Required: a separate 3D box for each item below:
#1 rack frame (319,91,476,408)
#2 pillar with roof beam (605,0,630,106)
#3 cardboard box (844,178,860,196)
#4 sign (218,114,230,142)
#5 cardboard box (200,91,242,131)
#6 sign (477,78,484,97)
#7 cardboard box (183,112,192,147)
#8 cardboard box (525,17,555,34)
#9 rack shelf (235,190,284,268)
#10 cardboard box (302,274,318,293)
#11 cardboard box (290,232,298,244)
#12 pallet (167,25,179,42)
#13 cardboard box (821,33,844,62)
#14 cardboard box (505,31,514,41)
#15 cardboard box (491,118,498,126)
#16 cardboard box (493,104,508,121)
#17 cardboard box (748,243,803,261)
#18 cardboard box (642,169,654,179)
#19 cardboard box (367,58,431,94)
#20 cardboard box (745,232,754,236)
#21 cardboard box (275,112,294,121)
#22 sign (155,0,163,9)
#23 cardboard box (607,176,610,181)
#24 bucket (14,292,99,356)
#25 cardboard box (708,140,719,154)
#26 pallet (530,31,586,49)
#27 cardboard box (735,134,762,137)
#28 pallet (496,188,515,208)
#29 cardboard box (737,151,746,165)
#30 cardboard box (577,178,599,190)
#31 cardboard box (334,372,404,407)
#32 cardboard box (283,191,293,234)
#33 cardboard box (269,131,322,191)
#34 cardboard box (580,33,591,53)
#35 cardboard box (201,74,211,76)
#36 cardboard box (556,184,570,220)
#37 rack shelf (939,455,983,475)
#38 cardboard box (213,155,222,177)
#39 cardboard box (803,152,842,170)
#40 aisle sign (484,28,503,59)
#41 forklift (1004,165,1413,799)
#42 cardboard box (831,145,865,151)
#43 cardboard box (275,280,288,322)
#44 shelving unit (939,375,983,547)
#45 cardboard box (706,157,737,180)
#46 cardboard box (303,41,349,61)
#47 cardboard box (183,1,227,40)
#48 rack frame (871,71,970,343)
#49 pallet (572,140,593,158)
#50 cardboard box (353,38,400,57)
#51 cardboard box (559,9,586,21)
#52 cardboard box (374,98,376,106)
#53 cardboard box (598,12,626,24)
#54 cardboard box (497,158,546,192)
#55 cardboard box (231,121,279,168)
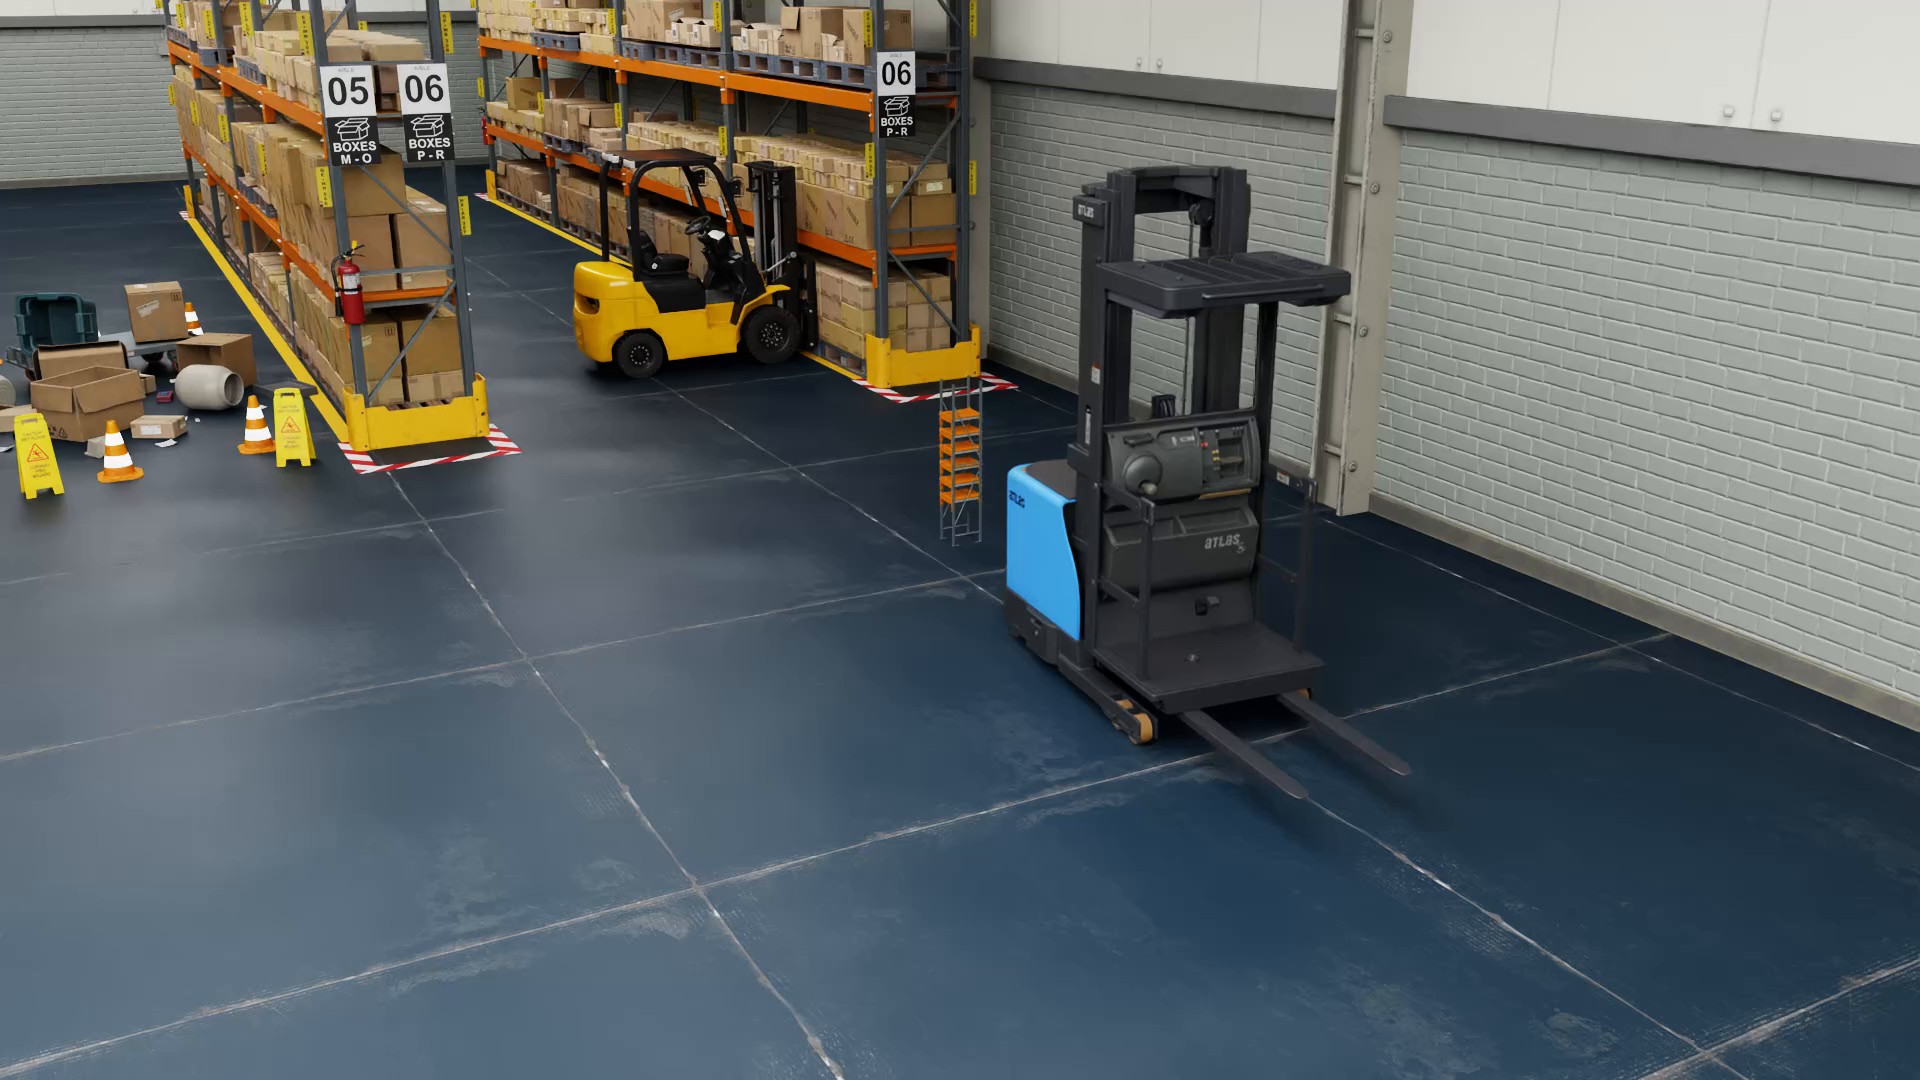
[{"bbox_3d":[-4.741,-2.292,14.174,1.000,3.000,0.127,-10,21,-27],"label":"rack frame"},{"bbox_3d":[-9.399,-9.015,24.461,9.100,9.000,0.400,-10,21,-27],"label":"pillar with roof beam"},{"bbox_3d":[-0.933,-3.540,16.645,0.380,0.149,0.250,-10,21,-26],"label":"cardboard box"},{"bbox_3d":[-9.027,-5.049,20.389,0.100,0.325,0.005,-10,21,-27],"label":"sign"},{"bbox_3d":[-10.218,-5.944,23.072,0.500,0.500,0.500,-10,21,-27],"label":"cardboard box"},{"bbox_3d":[-8.450,-7.980,29.331,0.100,0.325,0.005,-10,21,-27],"label":"sign"},{"bbox_3d":[-11.873,-6.460,26.101,0.500,0.500,0.500,-10,21,-27],"label":"cardboard box"},{"bbox_3d":[-6.523,-8.094,26.164,0.500,0.250,0.500,-10,21,-26],"label":"cardboard box"},{"bbox_3d":[-7.591,-3.674,19.283,1.077,0.370,4.000,-10,21,-27],"label":"rack shelf"},{"bbox_3d":[-6.216,-2.519,16.261,0.380,0.149,0.250,-9,21,-24],"label":"cardboard box"},{"bbox_3d":[-6.608,-3.117,16.950,0.380,0.149,0.250,-9,21,-25],"label":"cardboard box"},{"bbox_3d":[-11.978,-8.049,26.397,1.003,0.211,1.213,-10,21,-27],"label":"pallet"},{"bbox_3d":[-1.156,-4.925,16.617,0.396,0.266,0.258,-10,21,-27],"label":"cardboard box"},{"bbox_3d":[-7.261,-8.300,27.374,0.380,0.149,0.250,-10,21,-26],"label":"cardboard box"},{"bbox_3d":[-8.058,-7.399,29.360,0.380,0.149,0.250,-10,21,-27],"label":"cardboard box"},{"bbox_3d":[-7.755,-7.408,28.774,0.500,0.250,0.500,-10,21,-26],"label":"cardboard box"},{"bbox_3d":[-2.087,-3.245,18.976,0.500,0.250,0.500,-10,21,-27],"label":"cardboard box"},{"bbox_3d":[-3.944,-4.977,22.186,0.500,0.250,0.500,-10,22,-28],"label":"cardboard box"},{"bbox_3d":[-4.746,-3.965,14.198,0.500,0.250,0.500,-10,22,-28],"label":"cardboard box"},{"bbox_3d":[-2.532,-3.434,20.481,0.875,0.625,0.625,-9,21,-24],"label":"cardboard box"},{"bbox_3d":[-8.559,-5.288,21.170,0.500,0.500,0.500,-11,22,-28],"label":"cardboard box"},{"bbox_3d":[-12.830,-8.669,26.596,0.100,0.325,0.005,-10,21,-27],"label":"sign"},{"bbox_3d":[-5.392,-5.626,26.030,0.380,0.149,0.250,-10,21,-26],"label":"cardboard box"},{"bbox_3d":[-8.856,-2.133,16.403,0.726,0.611,0.620,-3,9,-8],"label":"bucket"},{"bbox_3d":[-2.840,-4.777,20.229,0.380,0.149,0.250,-10,21,-27],"label":"cardboard box"},{"bbox_3d":[-5.825,-7.637,25.356,1.213,0.211,1.003,-10,21,-27],"label":"pallet"},{"bbox_3d":[-2.687,-5.000,20.876,0.380,0.149,0.250,-10,21,-27],"label":"cardboard box"},{"bbox_3d":[-7.557,-6.086,29.445,1.003,0.211,1.213,-10,21,-27],"label":"pallet"},{"bbox_3d":[-2.354,-4.431,19.227,0.380,0.149,0.250,-10,22,-28],"label":"cardboard box"},{"bbox_3d":[-5.663,-5.470,25.578,0.380,0.149,0.250,-10,22,-28],"label":"cardboard box"},{"bbox_3d":[-5.373,-1.388,15.126,0.500,0.250,0.500,-10,21,-27],"label":"cardboard box"},{"bbox_3d":[-6.418,-3.318,16.538,0.500,0.500,0.500,-10,21,-27],"label":"cardboard box"},{"bbox_3d":[-6.185,-3.642,15.946,0.700,0.500,0.500,-11,22,-28],"label":"cardboard box"},{"bbox_3d":[-5.108,-7.103,23.748,0.500,0.250,0.500,-10,21,-27],"label":"cardboard box"},{"bbox_3d":[-11.005,-6.768,24.465,0.380,0.149,0.250,-10,21,-27],"label":"cardboard box"},{"bbox_3d":[-6.041,-5.349,26.224,0.500,0.500,0.500,-9,21,-24],"label":"cardboard box"},{"bbox_3d":[0.007,-0.521,11.938,0.258,0.103,0.180,-10,21,-27],"label":"rack shelf"},{"bbox_3d":[-9.757,-5.055,22.414,0.500,0.250,0.500,-10,22,-28],"label":"cardboard box"},{"bbox_3d":[-1.425,-3.977,17.455,0.380,0.149,0.250,-10,21,-26],"label":"cardboard box"},{"bbox_3d":[-8.263,-8.858,29.217,0.394,0.787,0.004,-10,21,-27],"label":"aisle sign"},{"bbox_3d":[1.318,-0.444,8.926,1.130,2.935,3.031,-8,21,-22],"label":"forklift"},{"bbox_3d":[-1.184,-4.209,18.128,0.380,0.149,0.250,-9,21,-25],"label":"cardboard box"},{"bbox_3d":[-7.236,-2.752,18.893,0.950,0.372,0.625,-9,21,-23],"label":"cardboard box"},{"bbox_3d":[0.007,-0.563,11.924,0.258,1.200,0.189,-10,21,-27],"label":"shelving unit"},{"bbox_3d":[-2.732,-4.477,19.969,0.500,0.250,0.500,-10,22,-28],"label":"cardboard box"},{"bbox_3d":[-5.388,-4.169,14.180,0.380,0.149,0.250,-10,22,-27],"label":"cardboard box"},{"bbox_3d":[-10.276,-7.102,22.720,0.500,0.500,0.500,-10,22,-28],"label":"cardboard box"},{"bbox_3d":[-0.375,-3.061,16.405,1.000,3.000,0.127,-10,21,-27],"label":"rack frame"},{"bbox_3d":[-5.101,-5.825,24.708,1.003,0.211,1.213,-10,21,-27],"label":"pallet"},{"bbox_3d":[-5.184,-4.392,14.826,0.380,0.149,0.250,-10,21,-27],"label":"cardboard box"},{"bbox_3d":[-5.645,-7.679,24.320,0.380,0.149,0.250,-10,21,-26],"label":"cardboard box"},{"bbox_3d":[-5.051,-3.946,14.756,0.380,0.149,0.250,-10,21,-27],"label":"cardboard box"},{"bbox_3d":[-4.800,-7.247,23.100,0.380,0.149,0.250,-11,22,-28],"label":"cardboard box"},{"bbox_3d":[-7.765,-6.483,29.503,0.797,0.503,0.637,-11,22,-29],"label":"cardboard box"},{"bbox_3d":[-8.530,-4.809,20.218,0.500,0.500,0.500,-11,22,-28],"label":"cardboard box"}]
